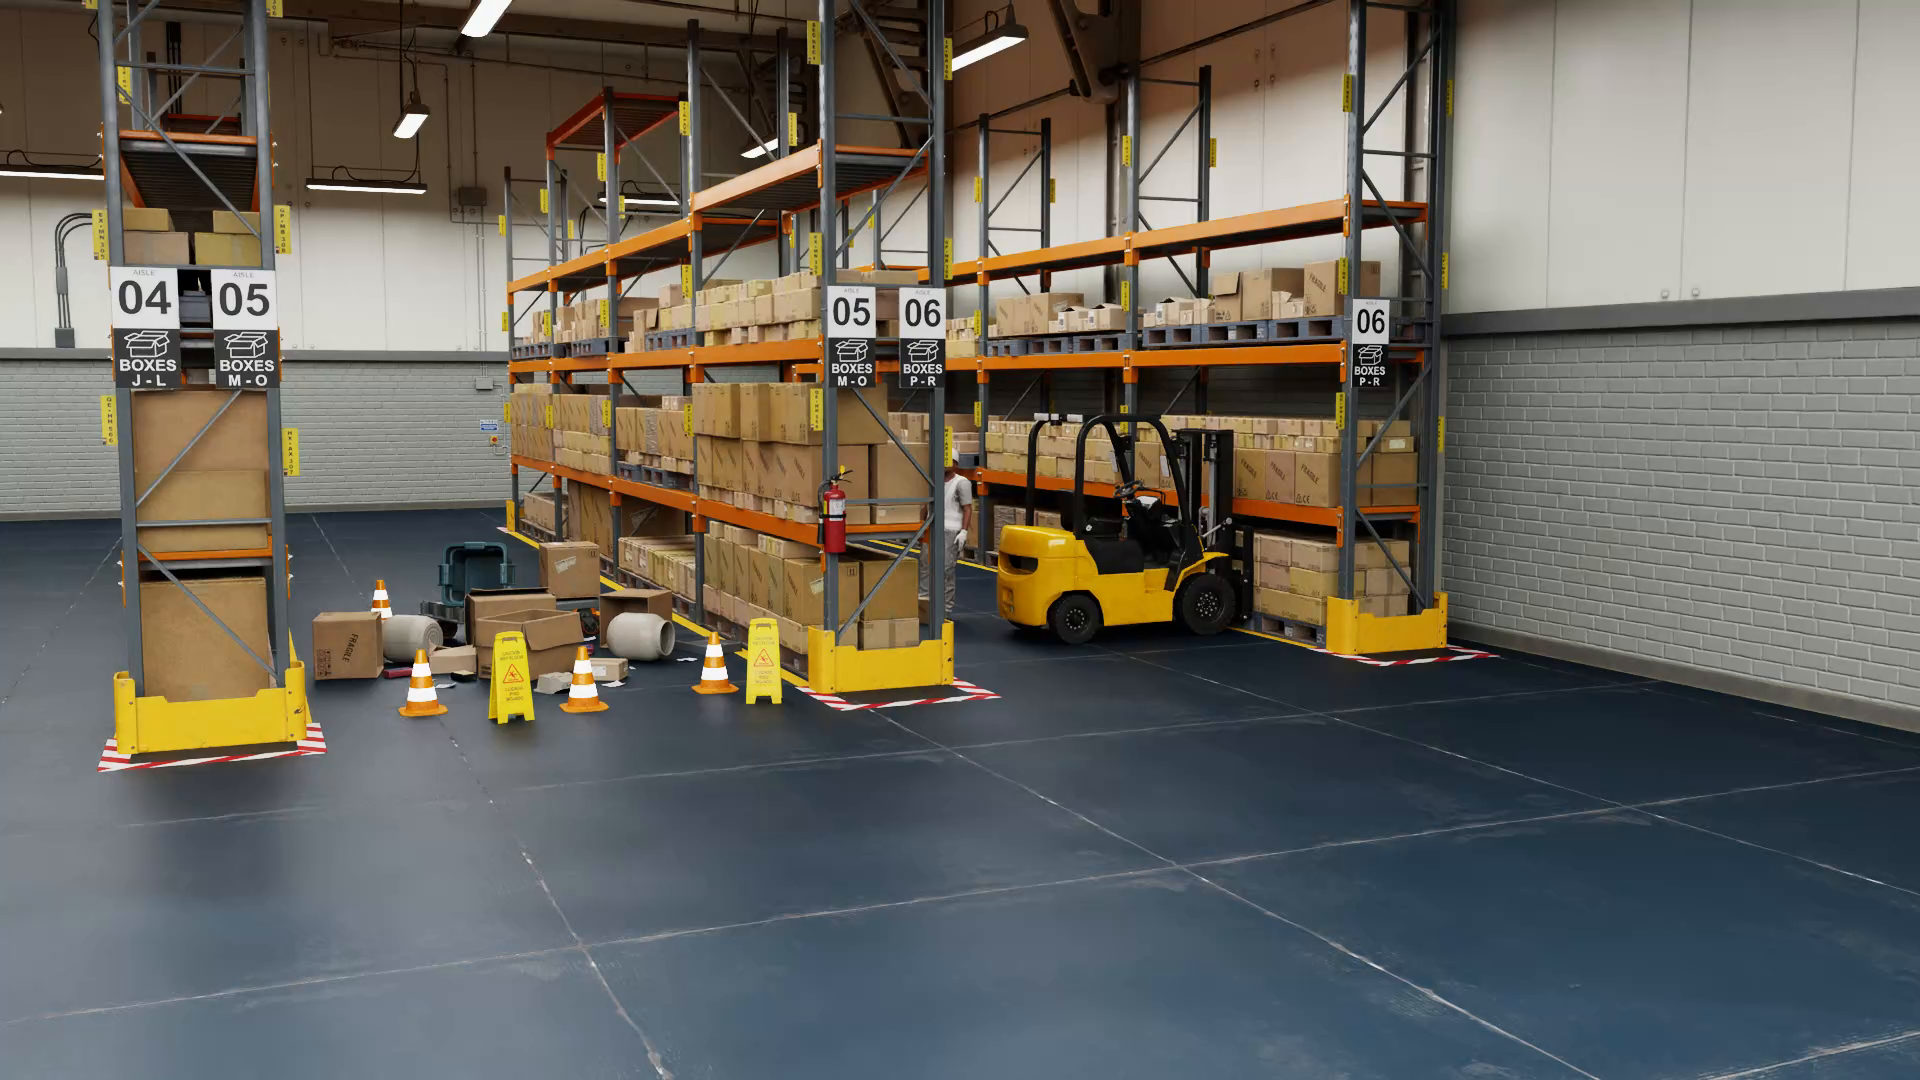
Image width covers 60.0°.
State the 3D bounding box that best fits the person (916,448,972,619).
[{"bbox_3d":[-0.225,-0.066,17.206,0.657,1.785,0.575,4,7,37],"label":"person"}]
